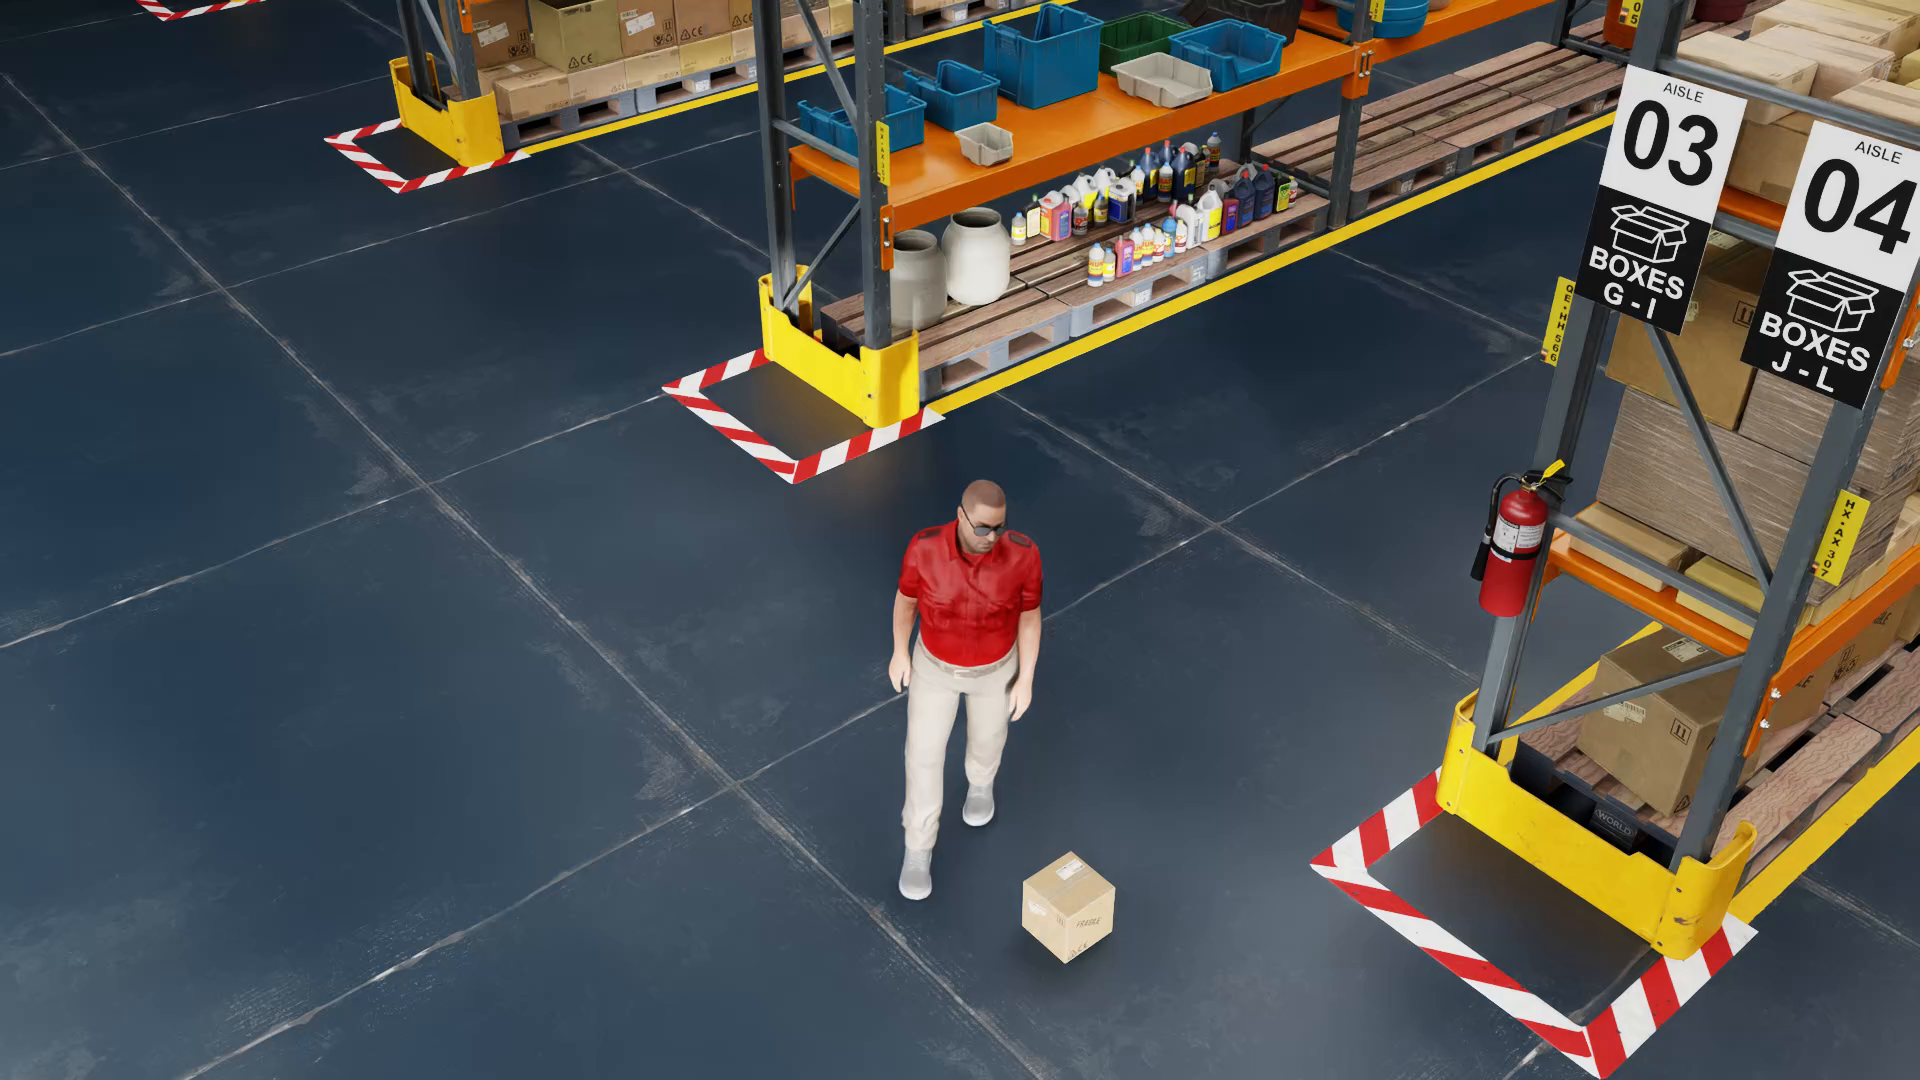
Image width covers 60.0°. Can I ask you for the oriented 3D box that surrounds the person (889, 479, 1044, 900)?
[{"bbox_3d":[0.017,0.538,6.319,0.587,1.701,0.777,0,36,0],"label":"person"}]
